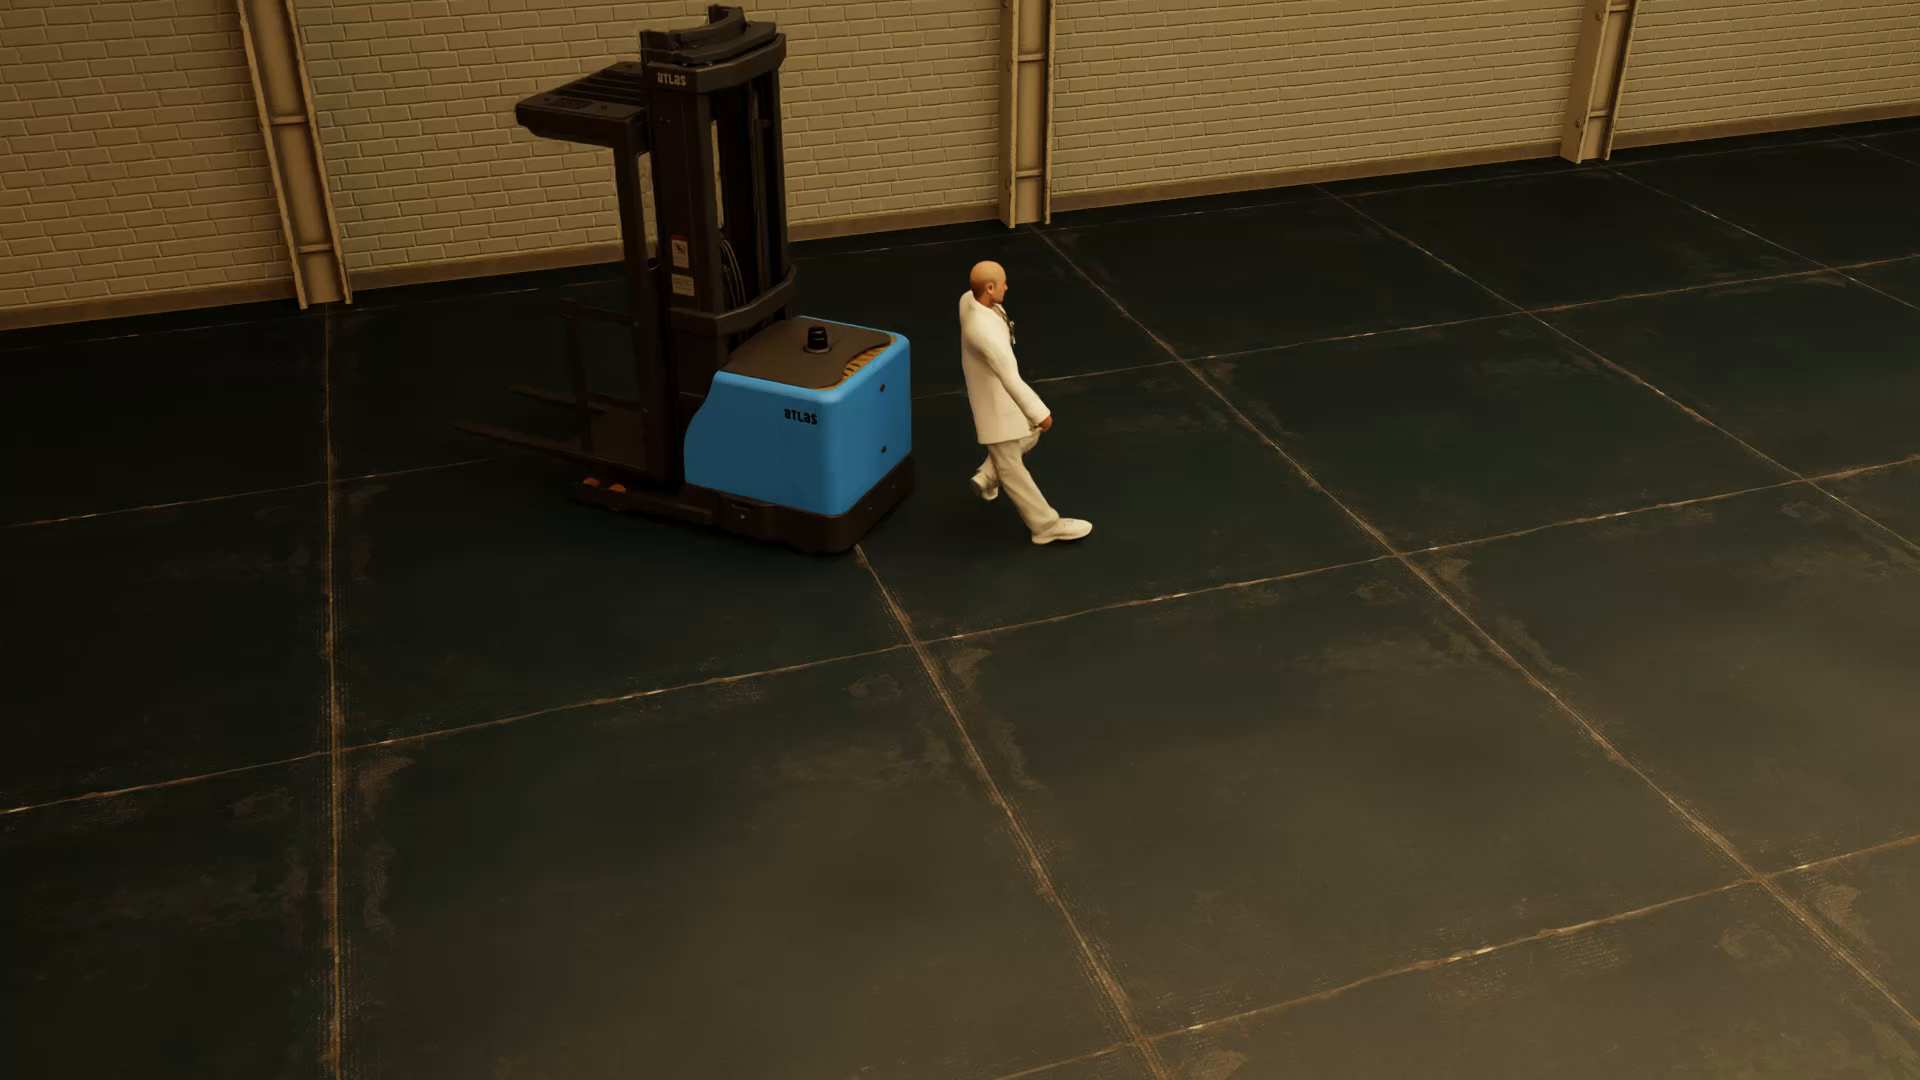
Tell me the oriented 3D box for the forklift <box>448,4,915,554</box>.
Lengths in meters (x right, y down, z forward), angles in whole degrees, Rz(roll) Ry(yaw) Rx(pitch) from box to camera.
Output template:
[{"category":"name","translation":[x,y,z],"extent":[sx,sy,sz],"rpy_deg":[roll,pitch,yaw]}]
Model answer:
[{"category":"forklift","translation":[-1.847,-1.673,9.994],"extent":[3.031,2.935,1.130],"rpy_deg":[13,32,21]}]

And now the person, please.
[{"category":"person","translation":[0.385,-0.865,9.851],"extent":[0.769,1.668,0.756],"rpy_deg":[-2,30,-4]}]
